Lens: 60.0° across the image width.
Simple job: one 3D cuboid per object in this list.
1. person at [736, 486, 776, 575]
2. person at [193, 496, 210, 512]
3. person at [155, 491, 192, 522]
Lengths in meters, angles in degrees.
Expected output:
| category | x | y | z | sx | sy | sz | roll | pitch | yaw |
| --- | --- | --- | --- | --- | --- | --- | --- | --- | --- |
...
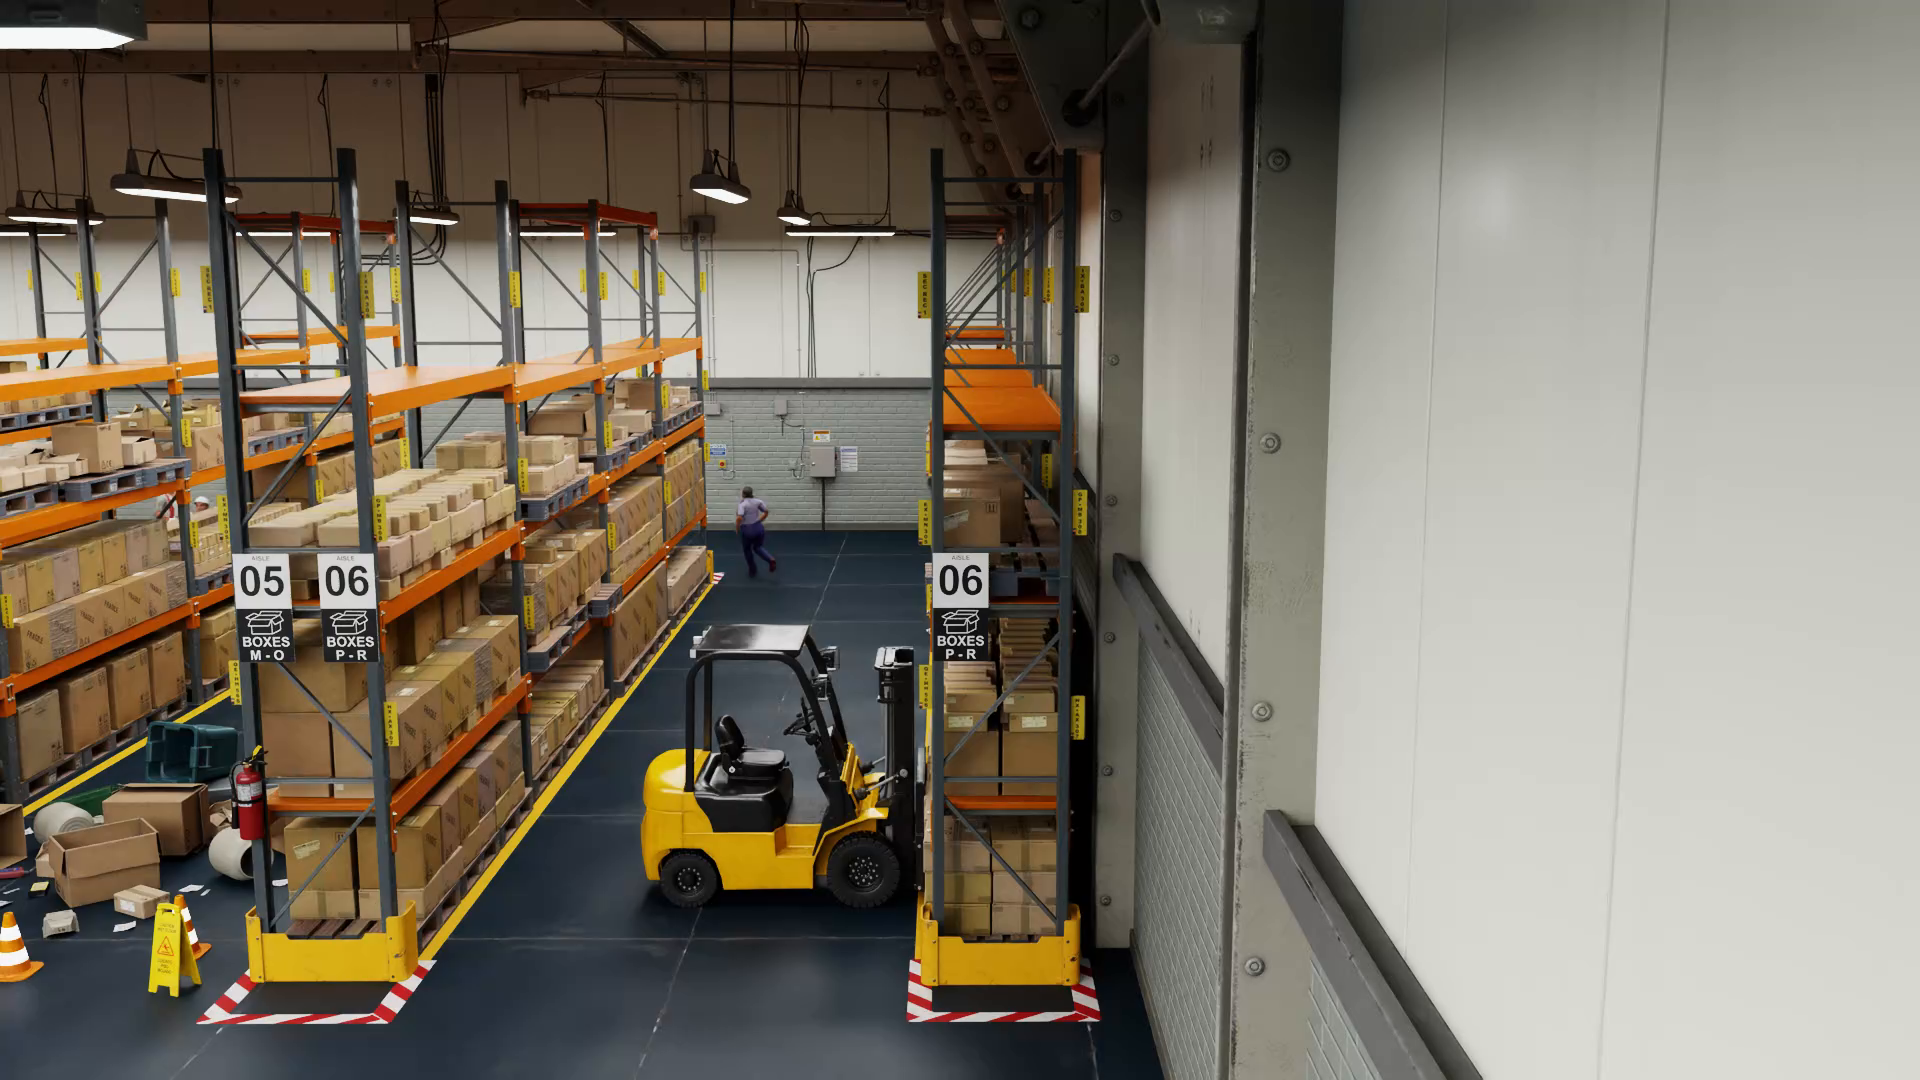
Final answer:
| category | x | y | z | sx | sy | sz | roll | pitch | yaw |
| --- | --- | --- | --- | --- | --- | --- | --- | --- | --- |
| person | -3.573 | -0.138 | 28.340 | 0.662 | 1.592 | 0.750 | -7 | 12 | -38 |
| person | -11.525 | 0.213 | 25.410 | 0.671 | 1.776 | 0.992 | 0 | 9 | 0 |
| person | -13.348 | -0.217 | 28.354 | 0.729 | 1.750 | 0.677 | 7 | 11 | 37 |
